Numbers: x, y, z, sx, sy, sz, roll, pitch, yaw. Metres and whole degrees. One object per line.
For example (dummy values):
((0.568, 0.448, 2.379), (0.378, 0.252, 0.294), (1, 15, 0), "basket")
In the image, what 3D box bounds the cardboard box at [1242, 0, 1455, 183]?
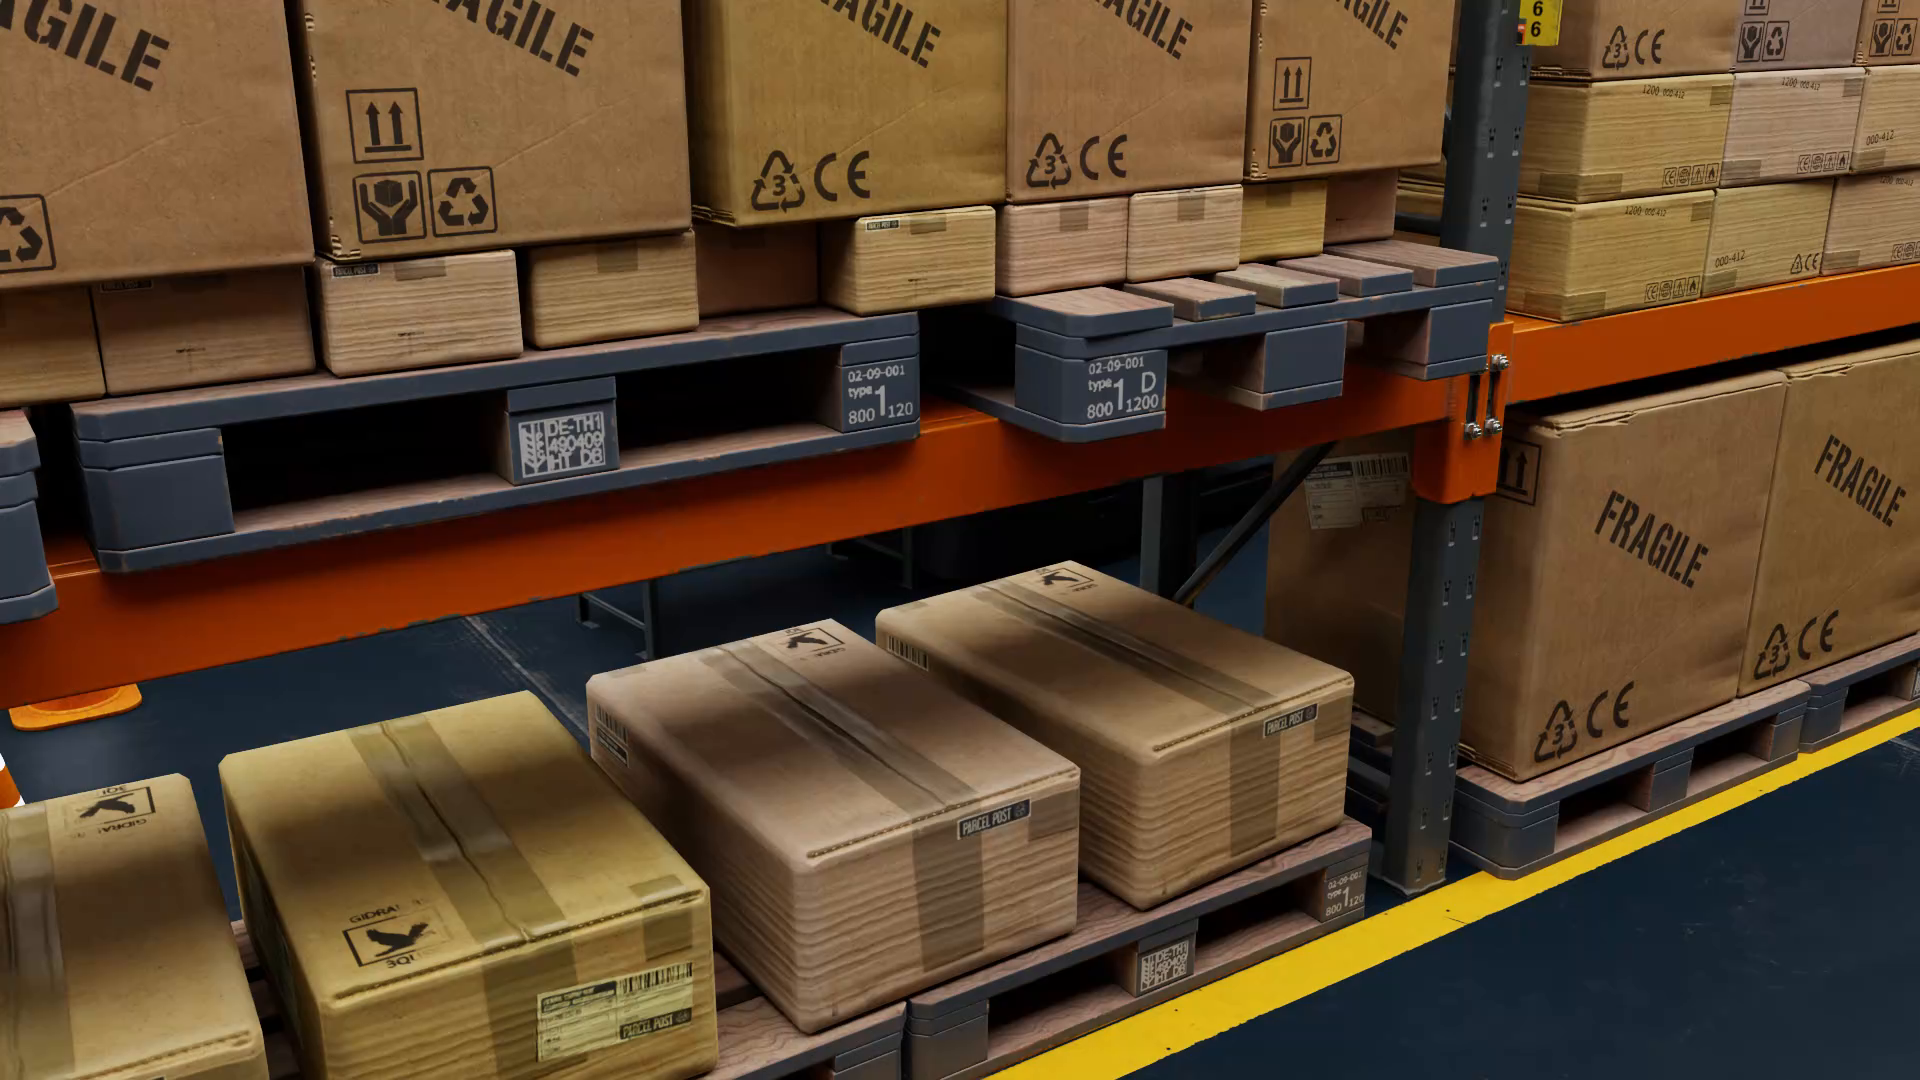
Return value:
((0.577, -0.974, 3.165), (0.500, 0.500, 0.500), (-13, 22, -33), "cardboard box")

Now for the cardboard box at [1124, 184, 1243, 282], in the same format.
((0.289, -0.577, 3.006), (0.250, 0.149, 0.380), (-12, 22, -32), "cardboard box")

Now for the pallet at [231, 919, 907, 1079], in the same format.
((-0.868, 0.931, 3.162), (1.213, 0.211, 1.003), (-12, 22, -31), "pallet")

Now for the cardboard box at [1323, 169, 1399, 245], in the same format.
((0.659, -0.700, 3.369), (0.250, 0.149, 0.380), (-11, 22, -29), "cardboard box")

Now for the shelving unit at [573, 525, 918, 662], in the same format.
((-0.704, -0.493, 5.361), (1.048, 1.500, 0.538), (-15, 24, -38), "shelving unit")

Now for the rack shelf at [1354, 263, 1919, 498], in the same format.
((2.474, -0.753, 4.910), (4.000, 0.370, 1.077), (-12, 22, -31), "rack shelf")

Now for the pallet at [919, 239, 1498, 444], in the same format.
((0.267, -0.496, 3.328), (1.003, 0.211, 1.213), (-12, 22, -31), "pallet")

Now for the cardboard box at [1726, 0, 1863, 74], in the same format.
((1.759, -1.373, 3.907), (0.500, 0.500, 0.500), (-12, 22, -31), "cardboard box")

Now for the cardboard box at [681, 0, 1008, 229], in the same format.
((-0.270, -0.791, 2.623), (0.500, 0.500, 0.500), (-14, 23, -35), "cardboard box")

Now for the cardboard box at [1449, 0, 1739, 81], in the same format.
((1.350, -1.284, 3.640), (0.500, 0.500, 0.500), (-13, 22, -33), "cardboard box")

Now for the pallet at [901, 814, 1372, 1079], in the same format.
((0.150, 0.717, 3.794), (1.213, 0.211, 1.003), (-12, 22, -31), "pallet")

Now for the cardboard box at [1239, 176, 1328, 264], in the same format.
((0.475, -0.634, 3.172), (0.250, 0.149, 0.380), (-12, 22, -31), "cardboard box")

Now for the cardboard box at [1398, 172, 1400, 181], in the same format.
((1.068, -1.060, 4.150), (0.500, 0.250, 0.500), (-12, 22, -32), "cardboard box")

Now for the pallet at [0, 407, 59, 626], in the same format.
((-1.819, -0.041, 1.983), (1.213, 0.211, 1.003), (-12, 22, -31), "pallet")

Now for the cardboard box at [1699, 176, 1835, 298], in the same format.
((1.770, -0.784, 4.115), (0.500, 0.250, 0.500), (-13, 22, -33), "cardboard box")

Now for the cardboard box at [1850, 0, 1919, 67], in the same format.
((2.199, -1.460, 4.164), (0.500, 0.500, 0.500), (-11, 22, -30), "cardboard box")

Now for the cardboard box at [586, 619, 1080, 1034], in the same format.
((-0.286, 0.534, 3.429), (0.625, 0.372, 0.950), (-12, 22, -32), "cardboard box")

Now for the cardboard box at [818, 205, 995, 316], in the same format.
((-0.148, -0.483, 2.726), (0.250, 0.149, 0.380), (-11, 22, -30), "cardboard box")

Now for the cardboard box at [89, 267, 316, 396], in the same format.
((-1.049, -0.318, 2.240), (0.250, 0.149, 0.380), (-12, 22, -31), "cardboard box")

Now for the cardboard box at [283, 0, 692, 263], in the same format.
((-0.726, -0.695, 2.340), (0.500, 0.500, 0.500), (-13, 23, -34), "cardboard box")

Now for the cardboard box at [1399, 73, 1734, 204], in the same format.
((1.362, -0.930, 3.766), (0.500, 0.250, 0.500), (-12, 22, -32), "cardboard box")

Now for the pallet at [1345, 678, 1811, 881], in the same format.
((1.503, 0.461, 4.551), (1.213, 0.211, 1.003), (-12, 22, -31), "pallet")

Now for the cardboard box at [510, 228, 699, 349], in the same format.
((-0.591, -0.406, 2.499), (0.250, 0.149, 0.380), (-13, 22, -33), "cardboard box")

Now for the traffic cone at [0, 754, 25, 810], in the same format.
((-2.272, 0.572, 3.829), (0.334, 0.463, 0.336), (-12, 22, -31), "traffic cone")

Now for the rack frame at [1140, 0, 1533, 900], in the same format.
((0.803, -0.741, 3.753), (0.127, 3.000, 1.000), (-12, 22, -31), "rack frame")

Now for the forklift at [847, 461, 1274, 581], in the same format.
((0.806, -1.611, 6.433), (3.031, 2.935, 1.130), (-15, 24, -38), "forklift")

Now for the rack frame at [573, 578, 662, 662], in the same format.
((-1.089, -0.387, 5.047), (0.032, 1.500, 0.500), (-15, 24, -38), "rack frame")

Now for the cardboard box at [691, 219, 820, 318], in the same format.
((-0.427, -0.472, 2.695), (0.250, 0.149, 0.380), (-12, 22, -31), "cardboard box")

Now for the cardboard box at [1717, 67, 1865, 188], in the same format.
((1.795, -1.021, 4.034), (0.500, 0.250, 0.500), (-11, 22, -30), "cardboard box")

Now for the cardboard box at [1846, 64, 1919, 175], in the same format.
((2.218, -1.105, 4.284), (0.500, 0.250, 0.500), (-12, 22, -32), "cardboard box")

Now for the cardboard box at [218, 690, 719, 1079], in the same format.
((-0.922, 0.666, 3.039), (0.625, 0.372, 0.950), (-11, 22, -30), "cardboard box")

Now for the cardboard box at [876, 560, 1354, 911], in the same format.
((0.326, 0.402, 3.820), (0.625, 0.372, 0.950), (-14, 23, -35), "cardboard box")

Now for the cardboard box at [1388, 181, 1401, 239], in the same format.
((1.083, -0.829, 4.246), (0.500, 0.250, 0.500), (-13, 23, -33), "cardboard box")

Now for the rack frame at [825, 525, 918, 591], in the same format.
((-0.319, -0.599, 5.675), (0.032, 1.500, 0.500), (-15, 24, -38), "rack frame")

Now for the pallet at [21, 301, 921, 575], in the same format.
((-0.827, -0.291, 2.720), (1.213, 0.211, 1.003), (-12, 22, -31), "pallet")

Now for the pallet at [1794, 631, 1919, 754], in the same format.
((2.521, 0.248, 5.183), (1.213, 0.211, 1.003), (-12, 22, -31), "pallet")

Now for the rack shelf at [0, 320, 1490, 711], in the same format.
((-0.867, -0.048, 2.826), (4.000, 0.370, 1.077), (-12, 22, -31), "rack shelf")

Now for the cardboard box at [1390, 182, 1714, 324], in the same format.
((1.351, -0.689, 3.833), (0.500, 0.250, 0.500), (-12, 22, -32), "cardboard box")

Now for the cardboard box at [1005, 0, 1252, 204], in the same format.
((0.151, -0.880, 2.887), (0.500, 0.500, 0.500), (-12, 22, -32), "cardboard box")

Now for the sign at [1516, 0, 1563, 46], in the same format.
((1.110, -1.109, 3.156), (0.005, 0.325, 0.100), (-12, 22, -31), "sign")

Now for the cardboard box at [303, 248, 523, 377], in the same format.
((-0.798, -0.351, 2.337), (0.250, 0.149, 0.380), (-11, 22, -29), "cardboard box")

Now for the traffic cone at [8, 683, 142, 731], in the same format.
((-2.579, 0.254, 4.771), (0.334, 0.463, 0.336), (-12, 22, -31), "traffic cone")

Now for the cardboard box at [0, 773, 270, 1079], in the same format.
((-1.502, 0.789, 2.675), (0.625, 0.372, 0.950), (-10, 21, -28), "cardboard box")

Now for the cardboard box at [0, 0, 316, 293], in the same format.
((-1.150, -0.601, 2.064), (0.500, 0.500, 0.500), (-12, 22, -32), "cardboard box")

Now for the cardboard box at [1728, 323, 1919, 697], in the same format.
((2.173, -0.189, 4.782), (0.875, 0.875, 0.875), (-12, 22, -31), "cardboard box")

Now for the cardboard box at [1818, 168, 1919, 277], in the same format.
((2.211, -0.875, 4.383), (0.500, 0.250, 0.500), (-11, 22, -30), "cardboard box")

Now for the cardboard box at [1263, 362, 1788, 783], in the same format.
((1.426, -0.033, 4.320), (0.875, 0.875, 0.875), (-12, 22, -32), "cardboard box")

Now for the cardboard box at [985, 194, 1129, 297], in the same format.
((0.075, -0.535, 2.881), (0.250, 0.149, 0.380), (-13, 23, -34), "cardboard box")

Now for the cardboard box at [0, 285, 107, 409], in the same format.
((-1.256, -0.275, 2.112), (0.250, 0.149, 0.380), (-12, 22, -31), "cardboard box")
